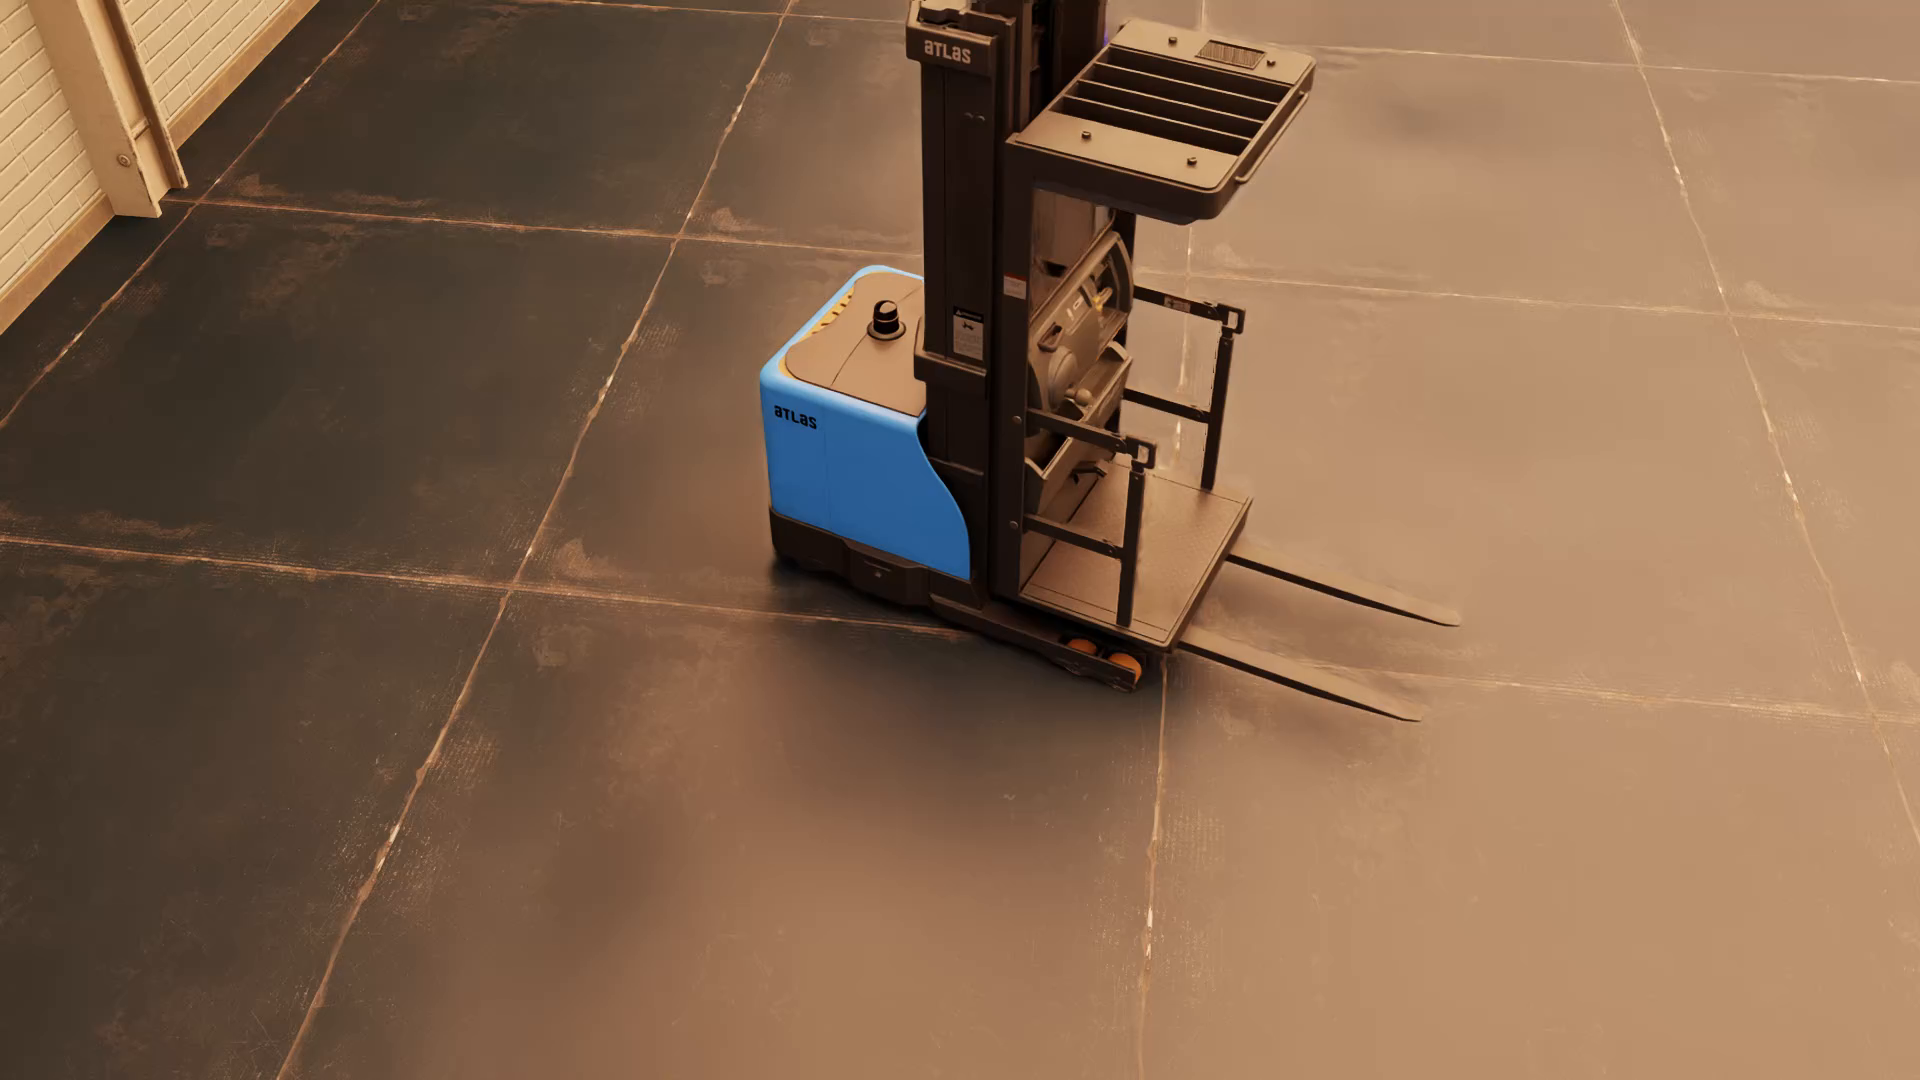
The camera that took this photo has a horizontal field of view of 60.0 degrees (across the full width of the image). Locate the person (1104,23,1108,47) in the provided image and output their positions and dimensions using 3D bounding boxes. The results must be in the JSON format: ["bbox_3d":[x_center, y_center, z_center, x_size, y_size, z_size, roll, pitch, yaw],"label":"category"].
[{"bbox_3d":[0.571,-2.634,9.551,0.629,1.640,0.463,6,43,7],"label":"person"}]

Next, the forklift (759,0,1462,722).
[{"bbox_3d":[0.674,-0.842,6.641,3.031,2.935,1.130,19,46,19],"label":"forklift"}]
